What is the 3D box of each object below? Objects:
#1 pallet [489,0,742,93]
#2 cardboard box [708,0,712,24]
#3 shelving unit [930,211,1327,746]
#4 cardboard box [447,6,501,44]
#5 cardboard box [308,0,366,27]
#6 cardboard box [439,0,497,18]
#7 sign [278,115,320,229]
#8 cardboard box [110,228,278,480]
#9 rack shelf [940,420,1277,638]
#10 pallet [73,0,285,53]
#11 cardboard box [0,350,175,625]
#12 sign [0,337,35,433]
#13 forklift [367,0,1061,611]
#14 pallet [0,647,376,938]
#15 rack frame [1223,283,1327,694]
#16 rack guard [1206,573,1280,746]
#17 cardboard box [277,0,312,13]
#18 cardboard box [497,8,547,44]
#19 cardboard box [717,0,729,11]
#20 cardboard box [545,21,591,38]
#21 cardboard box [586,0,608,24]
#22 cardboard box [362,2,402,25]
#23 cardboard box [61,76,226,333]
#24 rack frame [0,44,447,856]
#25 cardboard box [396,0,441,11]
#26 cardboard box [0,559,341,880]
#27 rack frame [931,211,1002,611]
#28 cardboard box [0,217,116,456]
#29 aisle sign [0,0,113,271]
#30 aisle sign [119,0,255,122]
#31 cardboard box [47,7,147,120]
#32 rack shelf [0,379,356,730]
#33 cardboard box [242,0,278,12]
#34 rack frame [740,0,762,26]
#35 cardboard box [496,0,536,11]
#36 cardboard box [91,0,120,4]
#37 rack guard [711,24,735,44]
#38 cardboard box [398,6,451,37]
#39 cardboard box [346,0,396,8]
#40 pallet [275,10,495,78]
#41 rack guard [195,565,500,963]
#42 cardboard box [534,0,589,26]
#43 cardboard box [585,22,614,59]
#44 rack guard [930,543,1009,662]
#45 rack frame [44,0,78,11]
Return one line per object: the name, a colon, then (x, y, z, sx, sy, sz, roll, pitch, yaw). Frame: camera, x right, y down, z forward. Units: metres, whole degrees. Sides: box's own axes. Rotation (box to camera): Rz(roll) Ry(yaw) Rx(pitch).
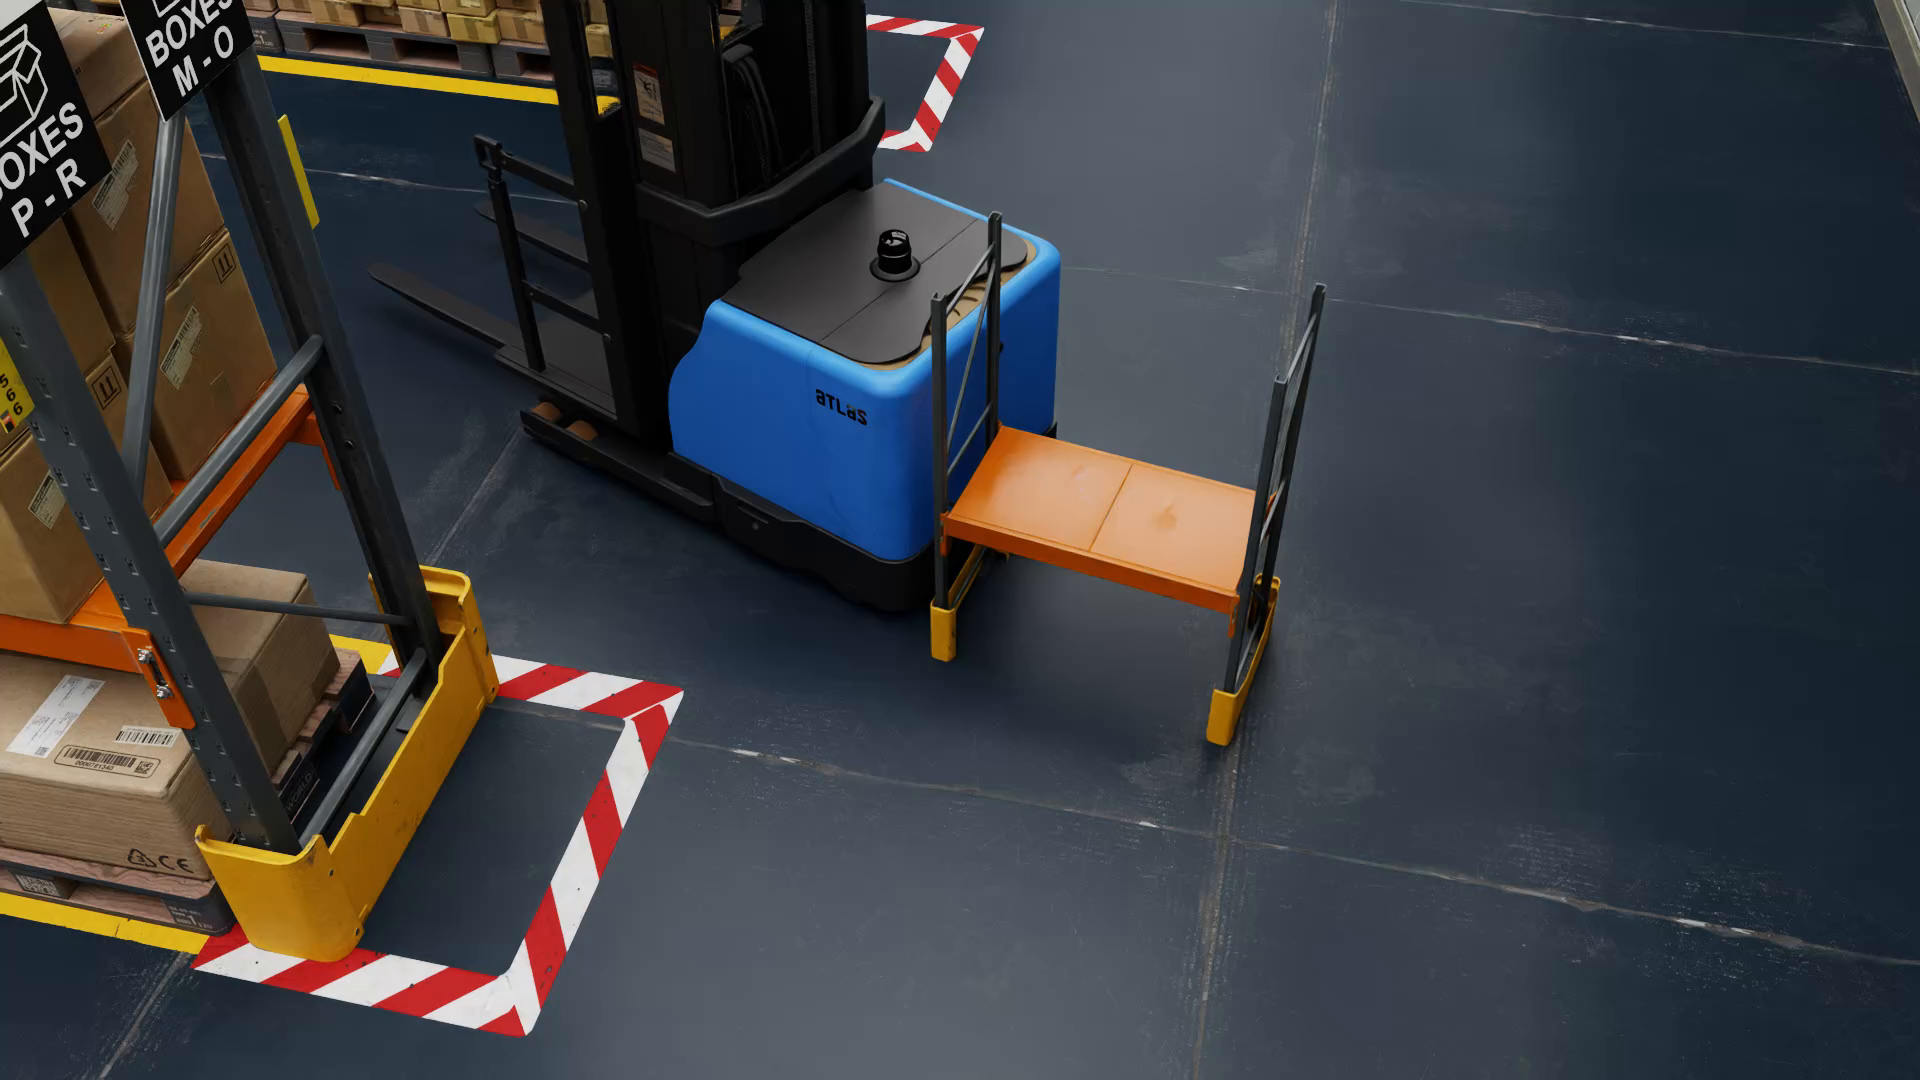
pallet: (-1.767, -2.759, 8.964, 1.213, 0.211, 1.003, 9, 45, 9)
cardboard box: (-1.467, -2.668, 8.612, 0.250, 0.149, 0.380, 10, 45, 10)
shelving unit: (0.502, -0.179, 5.355, 1.083, 1.500, 0.587, 16, 46, 16)
cardboard box: (-2.485, -2.761, 8.709, 0.250, 0.149, 0.380, 7, 44, 7)
cardboard box: (-3.251, -2.893, 8.846, 0.250, 0.149, 0.380, 8, 44, 8)
cardboard box: (-2.501, -2.870, 8.608, 0.250, 0.149, 0.380, 9, 45, 10)
sign: (-1.763, -0.955, 4.398, 0.005, 0.325, 0.100, 9, 45, 9)
cardboard box: (-2.296, -0.543, 4.579, 0.500, 0.500, 0.500, 9, 45, 9)
rack shelf: (0.494, -0.052, 5.482, 1.000, 0.185, 0.538, 16, 46, 16)
pallet: (-4.148, -3.128, 9.348, 1.213, 0.211, 1.003, 9, 45, 9)
cardboard box: (-2.419, -0.170, 4.191, 0.500, 0.500, 0.500, 9, 45, 9)
sign: (-2.022, -0.377, 3.473, 0.005, 0.325, 0.100, 9, 45, 9)
forklift: (-1.125, -1.630, 5.830, 3.031, 2.935, 1.130, 27, 50, 25)
pallet: (-2.687, 0.697, 5.374, 1.213, 0.211, 1.003, 9, 45, 9)
rack frame: (0.965, -0.049, 5.219, 0.032, 1.500, 0.500, 16, 46, 16)
rack guard: (0.964, 0.401, 5.653, 0.087, 0.250, 0.587, 16, 46, 16)
cardboard box: (-3.484, -2.998, 8.955, 0.250, 0.149, 0.380, 7, 44, 7)
cardboard box: (-2.223, -2.765, 8.713, 0.250, 0.149, 0.380, 9, 45, 9)
cardboard box: (-1.349, -3.025, 8.983, 0.250, 0.149, 0.380, 10, 45, 10)
cardboard box: (-1.979, -2.737, 8.683, 0.250, 0.149, 0.380, 9, 45, 9)
cardboard box: (-1.728, -2.799, 8.534, 0.250, 0.149, 0.380, 8, 44, 8)
cardboard box: (-2.978, -2.905, 8.859, 0.250, 0.149, 0.380, 10, 45, 10)
cardboard box: (-2.296, -0.902, 4.231, 0.500, 0.500, 0.500, 8, 44, 8)
rack frame: (-1.890, -0.240, 4.336, 0.127, 3.000, 1.000, 9, 45, 9)
cardboard box: (-2.747, -2.922, 8.661, 0.250, 0.149, 0.380, 11, 45, 11)
cardboard box: (-2.556, 0.500, 5.113, 0.875, 0.438, 0.875, 7, 44, 8)
rack frame: (0.023, -0.314, 5.495, 0.032, 1.500, 0.500, 16, 46, 16)
cardboard box: (-2.412, -0.548, 3.863, 0.500, 0.500, 0.500, 10, 45, 10)
aisle sign: (-1.887, -0.956, 3.206, 0.004, 0.787, 0.394, 9, 45, 9)
aisle sign: (-1.756, -1.362, 3.627, 0.004, 0.787, 0.394, 9, 45, 9)
cardboard box: (-2.176, -1.111, 3.980, 0.250, 0.149, 0.380, 10, 45, 10)
rack shelf: (-3.842, -0.284, 4.900, 4.000, 0.370, 1.077, 9, 45, 9)
cardboard box: (-3.754, -3.015, 8.972, 0.250, 0.149, 0.380, 8, 44, 8)
rack frame: (-0.908, -3.605, 7.833, 0.127, 3.000, 1.000, 9, 45, 9)
cardboard box: (-2.232, -2.911, 8.650, 0.250, 0.149, 0.380, 8, 45, 9)
cardboard box: (-4.526, -3.063, 9.022, 0.250, 0.149, 0.380, 7, 44, 7)
rack guard: (-0.982, -2.716, 8.711, 0.348, 0.500, 1.175, 9, 45, 9)
cardboard box: (-2.748, -2.816, 8.766, 0.250, 0.149, 0.380, 10, 45, 10)
cardboard box: (-3.022, -2.945, 8.685, 0.250, 0.149, 0.380, 9, 45, 9)
pallet: (-2.954, -2.945, 9.158, 1.213, 0.211, 1.003, 9, 45, 9)
rack guard: (-1.867, 0.664, 5.199, 0.348, 0.500, 1.175, 9, 45, 9)
cardboard box: (-1.993, -2.801, 8.535, 0.250, 0.149, 0.380, 7, 44, 7)
cardboard box: (-1.740, -2.638, 8.581, 0.250, 0.149, 0.380, 10, 45, 10)
rack guard: (0.041, 0.141, 5.923, 0.087, 0.250, 0.587, 16, 46, 16)
rack frame: (-4.811, -4.211, 8.462, 0.127, 3.000, 1.000, 9, 45, 9)
